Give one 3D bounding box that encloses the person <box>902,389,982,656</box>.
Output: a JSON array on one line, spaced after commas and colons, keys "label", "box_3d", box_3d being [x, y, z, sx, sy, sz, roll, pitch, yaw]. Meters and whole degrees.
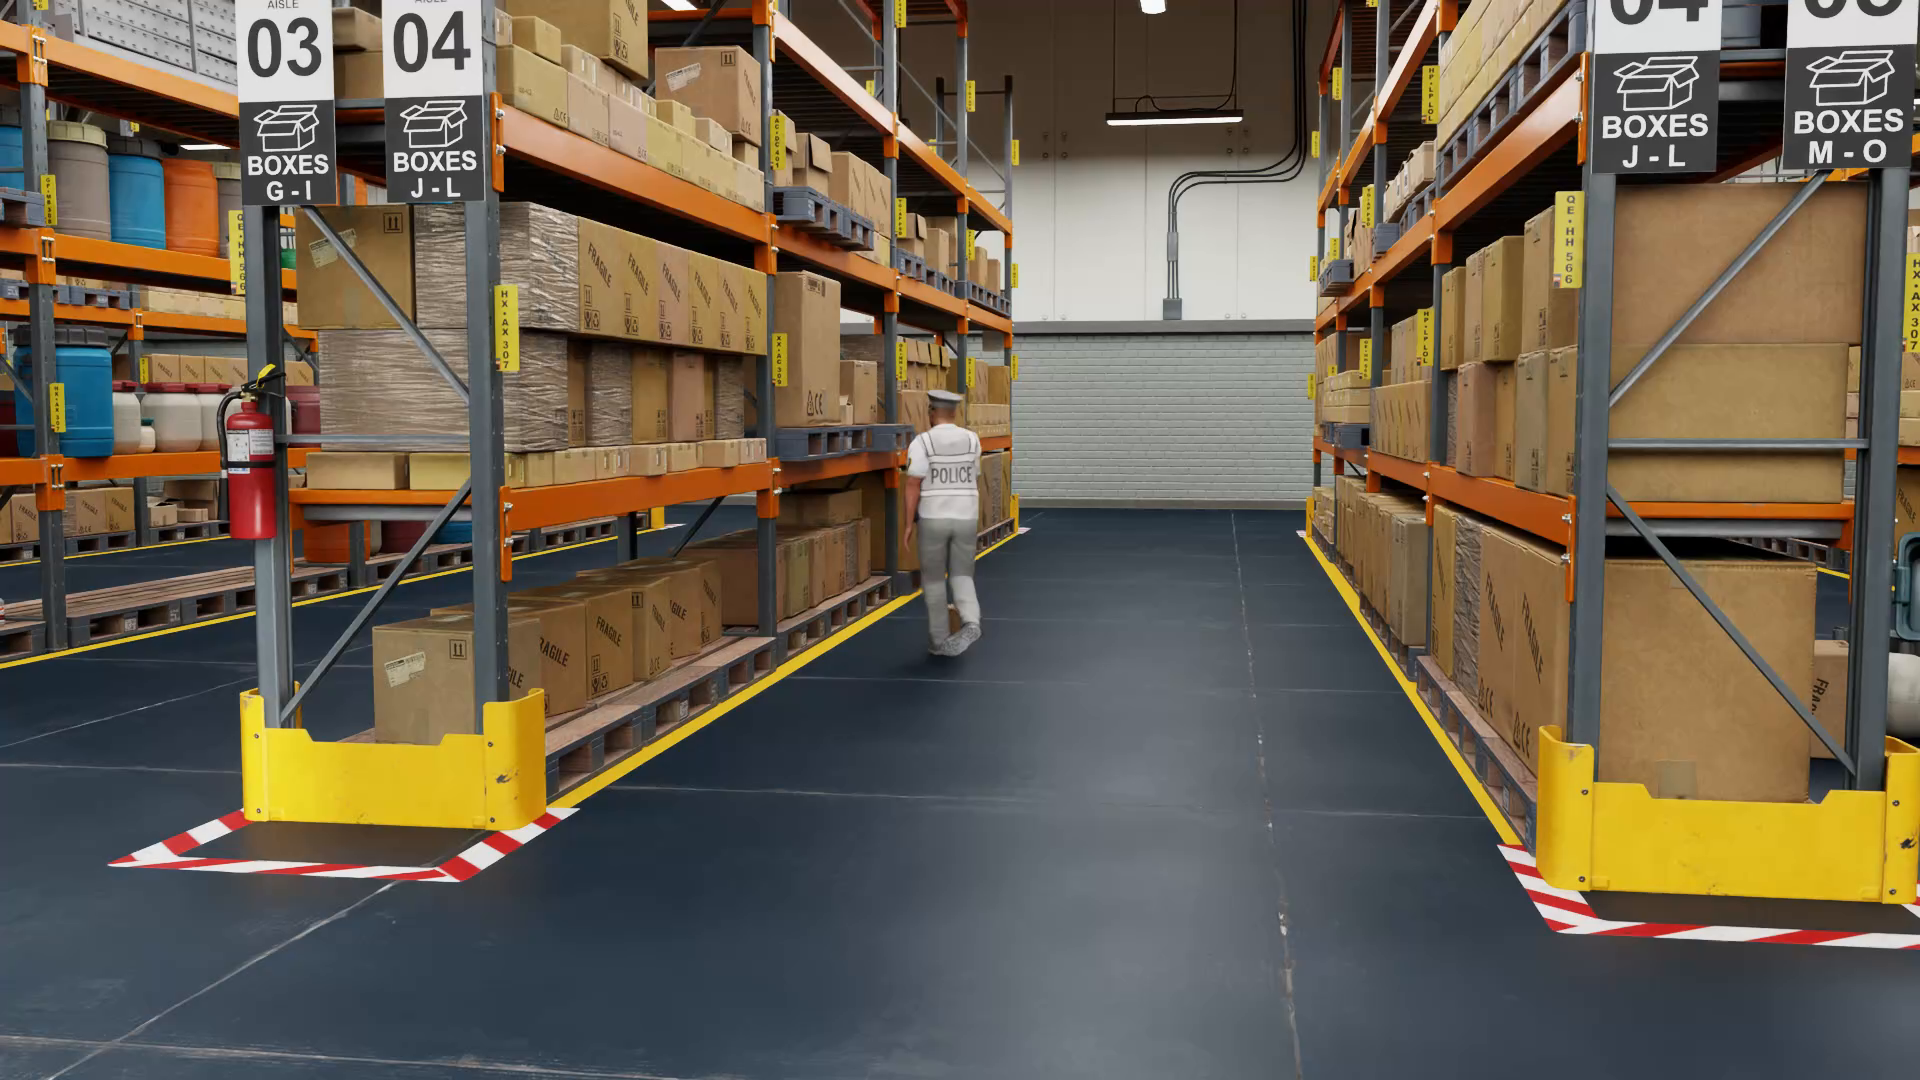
[{"label": "person", "box_3d": [-0.107, -0.107, 10.857, 0.562, 1.754, 0.657, -1, 5, -18]}]
